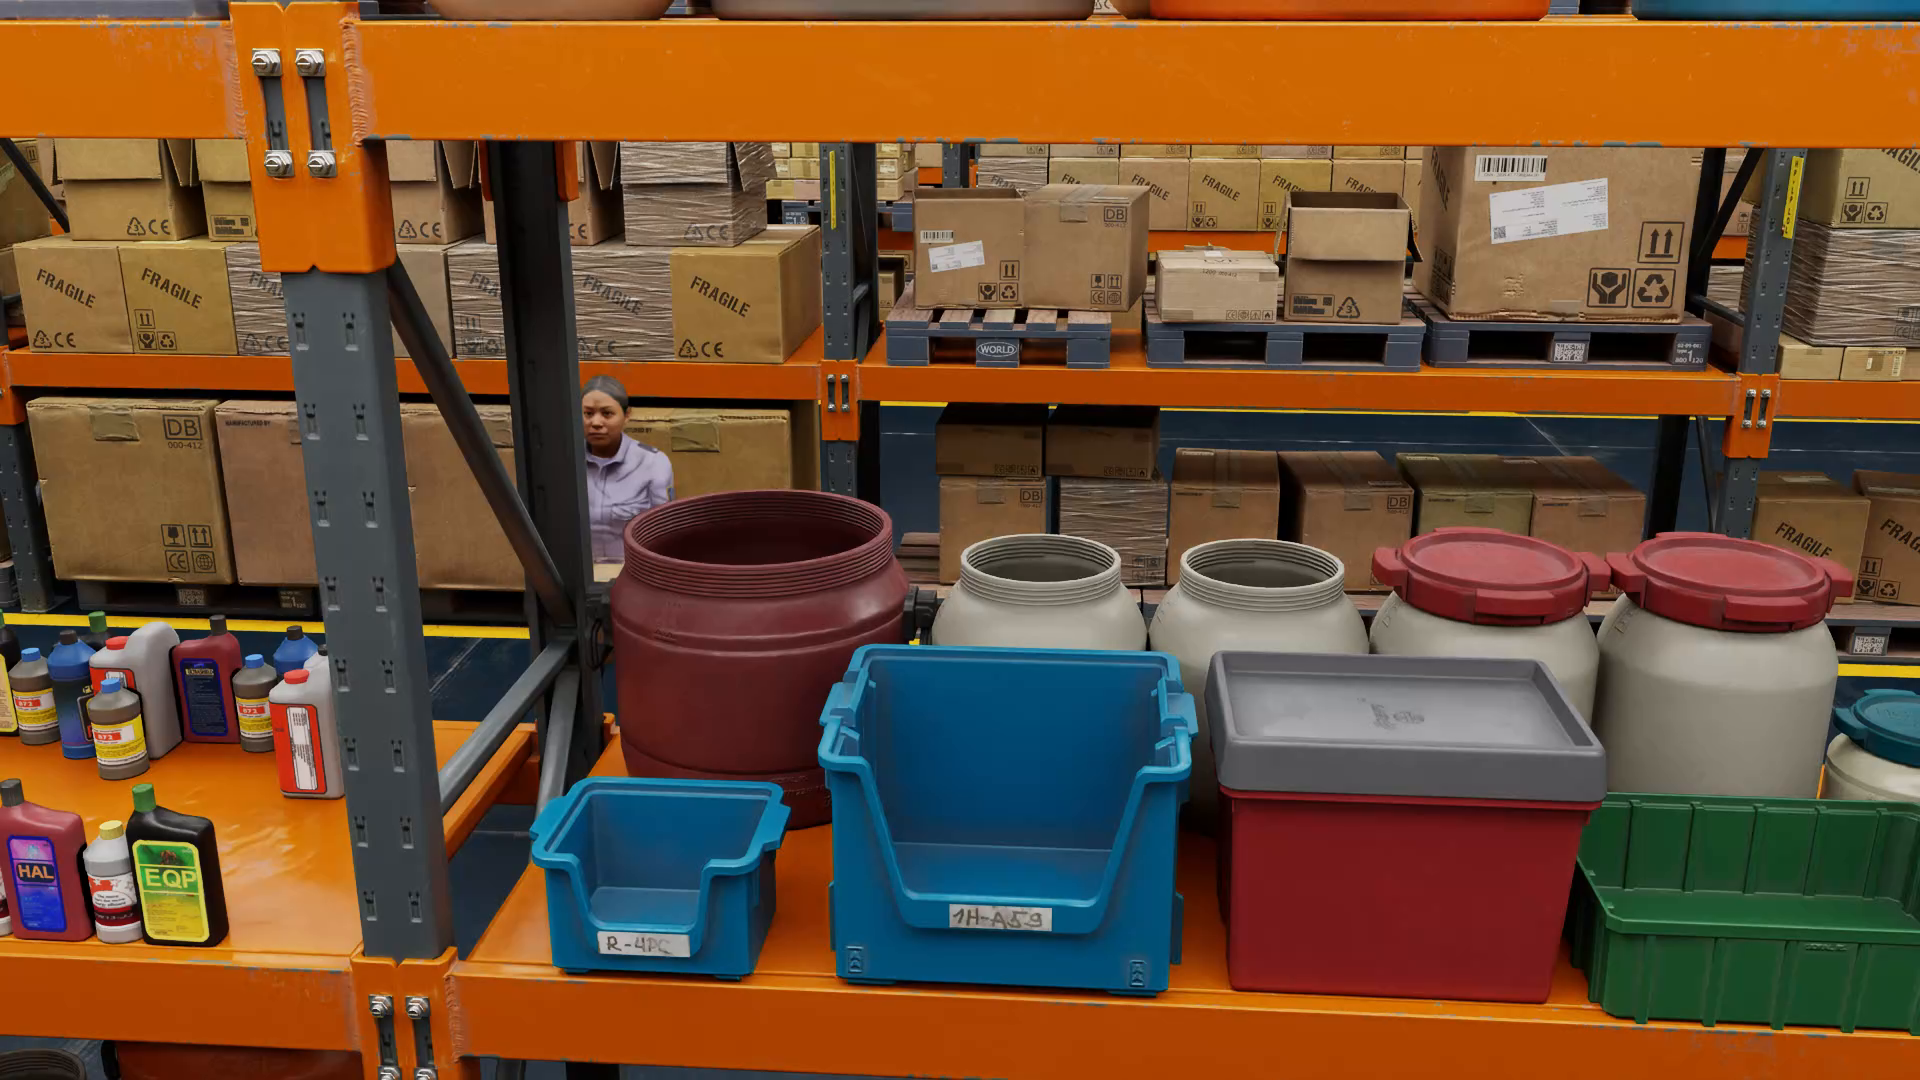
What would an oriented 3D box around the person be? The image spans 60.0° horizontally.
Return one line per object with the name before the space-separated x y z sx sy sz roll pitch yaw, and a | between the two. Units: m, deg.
person | -1.213 0.255 5.757 0.487 1.654 0.476 1 18 3
